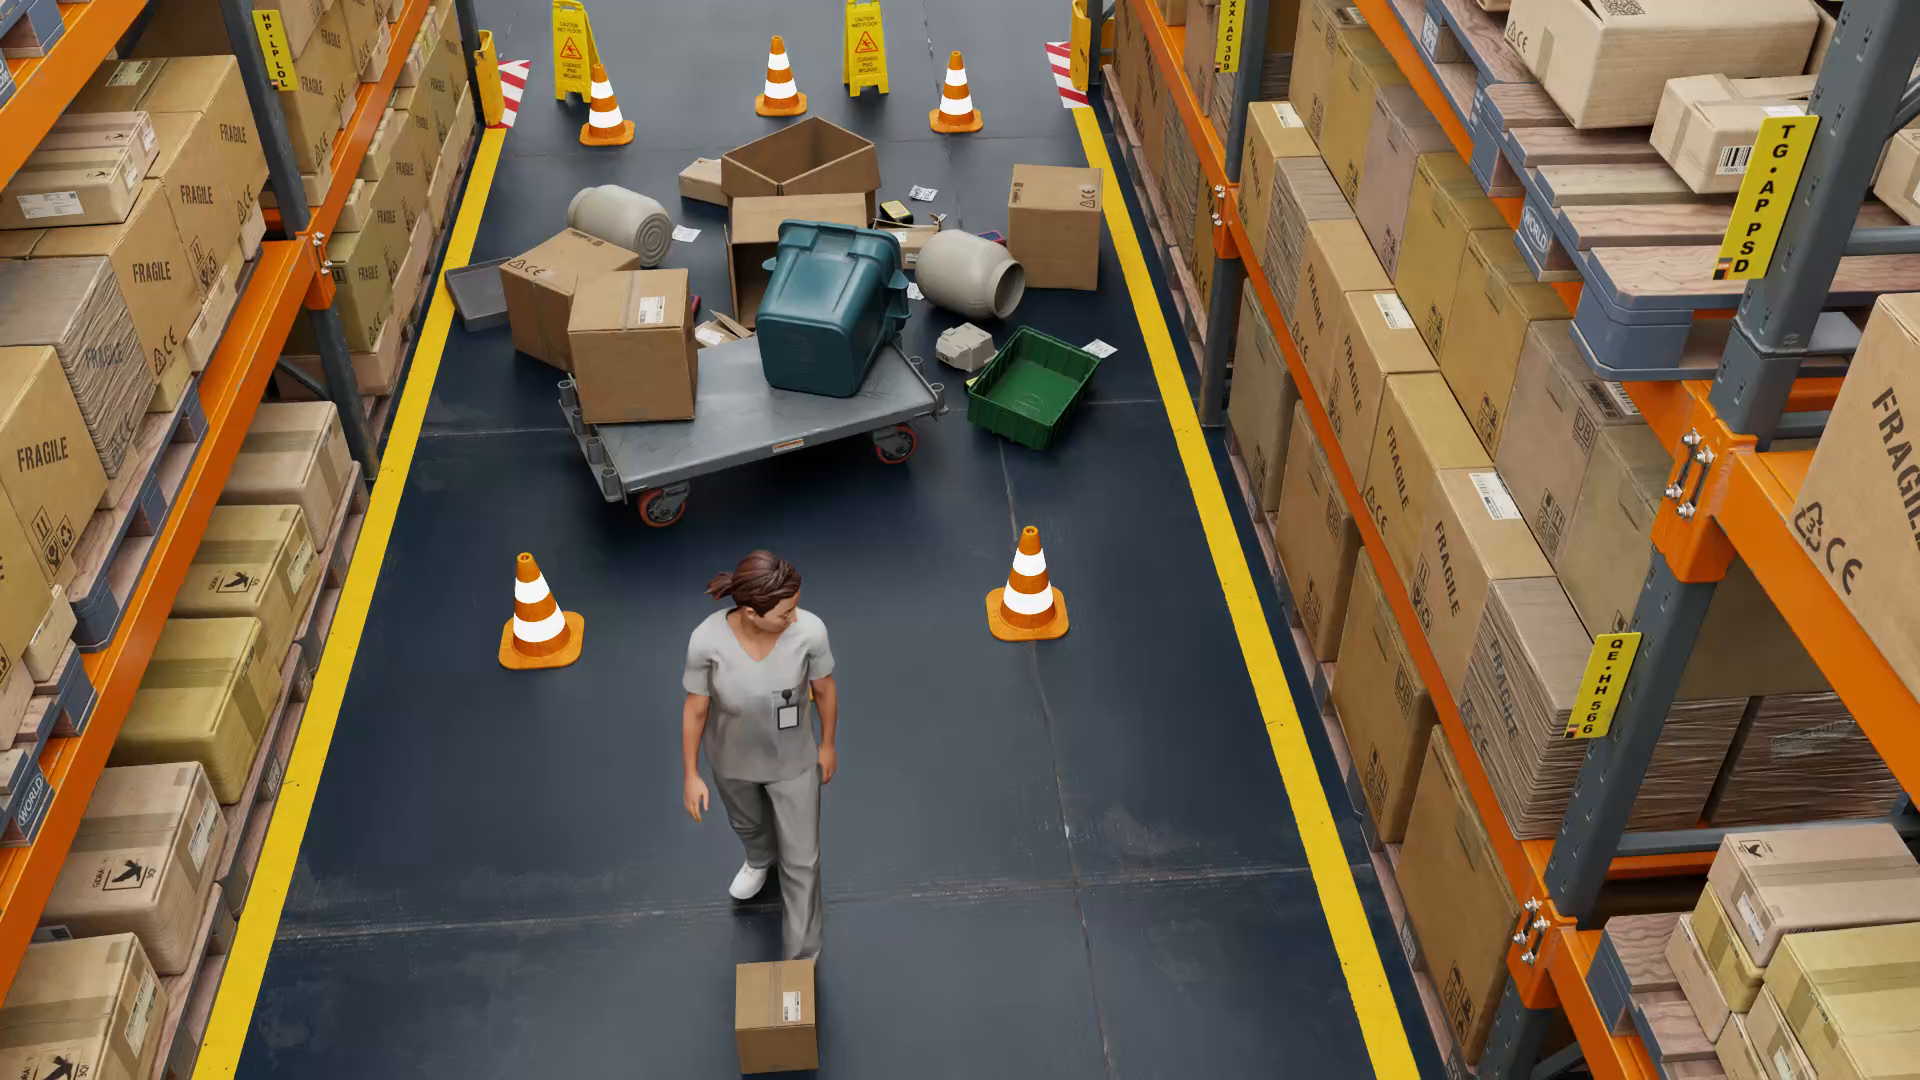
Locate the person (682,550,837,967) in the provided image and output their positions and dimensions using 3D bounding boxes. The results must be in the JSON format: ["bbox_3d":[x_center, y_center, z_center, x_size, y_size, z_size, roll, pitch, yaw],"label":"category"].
[{"bbox_3d":[-0.626,0.718,5.257,0.474,1.661,0.762,1,39,1],"label":"person"}]
